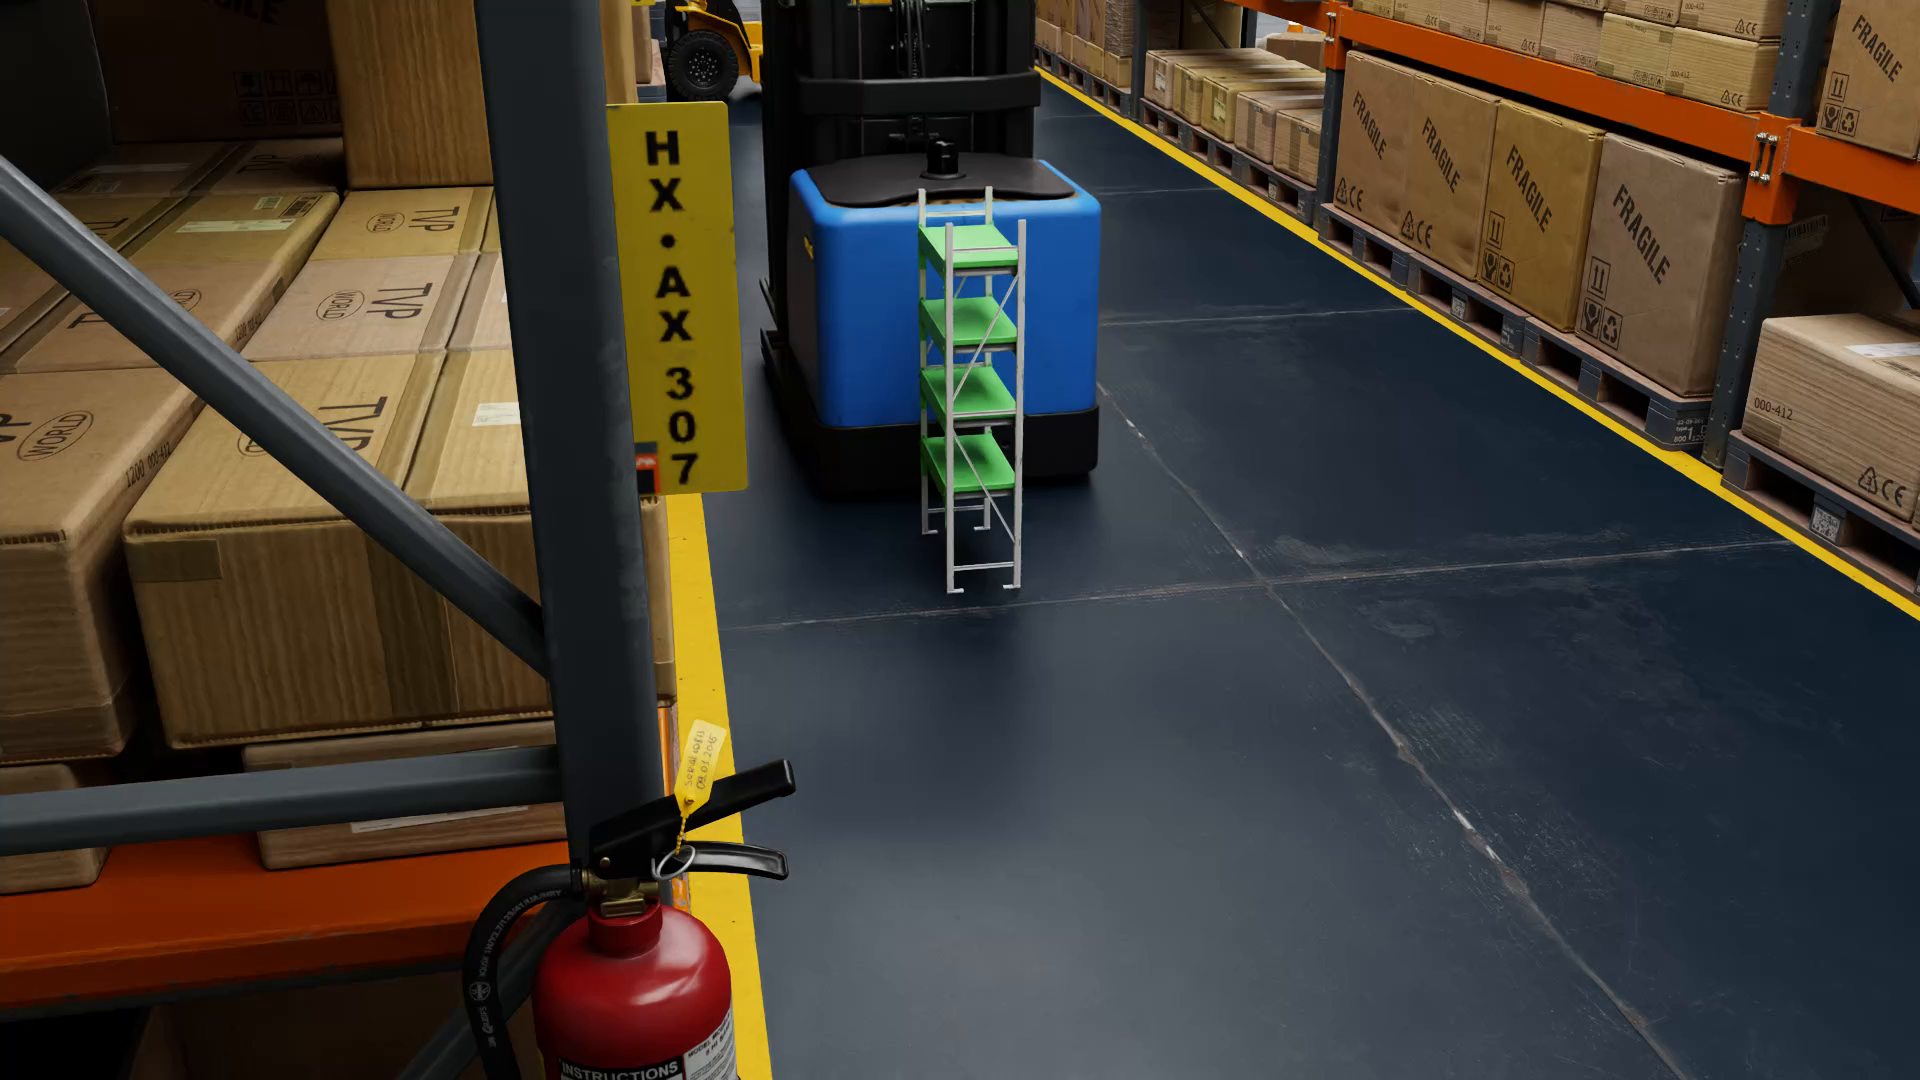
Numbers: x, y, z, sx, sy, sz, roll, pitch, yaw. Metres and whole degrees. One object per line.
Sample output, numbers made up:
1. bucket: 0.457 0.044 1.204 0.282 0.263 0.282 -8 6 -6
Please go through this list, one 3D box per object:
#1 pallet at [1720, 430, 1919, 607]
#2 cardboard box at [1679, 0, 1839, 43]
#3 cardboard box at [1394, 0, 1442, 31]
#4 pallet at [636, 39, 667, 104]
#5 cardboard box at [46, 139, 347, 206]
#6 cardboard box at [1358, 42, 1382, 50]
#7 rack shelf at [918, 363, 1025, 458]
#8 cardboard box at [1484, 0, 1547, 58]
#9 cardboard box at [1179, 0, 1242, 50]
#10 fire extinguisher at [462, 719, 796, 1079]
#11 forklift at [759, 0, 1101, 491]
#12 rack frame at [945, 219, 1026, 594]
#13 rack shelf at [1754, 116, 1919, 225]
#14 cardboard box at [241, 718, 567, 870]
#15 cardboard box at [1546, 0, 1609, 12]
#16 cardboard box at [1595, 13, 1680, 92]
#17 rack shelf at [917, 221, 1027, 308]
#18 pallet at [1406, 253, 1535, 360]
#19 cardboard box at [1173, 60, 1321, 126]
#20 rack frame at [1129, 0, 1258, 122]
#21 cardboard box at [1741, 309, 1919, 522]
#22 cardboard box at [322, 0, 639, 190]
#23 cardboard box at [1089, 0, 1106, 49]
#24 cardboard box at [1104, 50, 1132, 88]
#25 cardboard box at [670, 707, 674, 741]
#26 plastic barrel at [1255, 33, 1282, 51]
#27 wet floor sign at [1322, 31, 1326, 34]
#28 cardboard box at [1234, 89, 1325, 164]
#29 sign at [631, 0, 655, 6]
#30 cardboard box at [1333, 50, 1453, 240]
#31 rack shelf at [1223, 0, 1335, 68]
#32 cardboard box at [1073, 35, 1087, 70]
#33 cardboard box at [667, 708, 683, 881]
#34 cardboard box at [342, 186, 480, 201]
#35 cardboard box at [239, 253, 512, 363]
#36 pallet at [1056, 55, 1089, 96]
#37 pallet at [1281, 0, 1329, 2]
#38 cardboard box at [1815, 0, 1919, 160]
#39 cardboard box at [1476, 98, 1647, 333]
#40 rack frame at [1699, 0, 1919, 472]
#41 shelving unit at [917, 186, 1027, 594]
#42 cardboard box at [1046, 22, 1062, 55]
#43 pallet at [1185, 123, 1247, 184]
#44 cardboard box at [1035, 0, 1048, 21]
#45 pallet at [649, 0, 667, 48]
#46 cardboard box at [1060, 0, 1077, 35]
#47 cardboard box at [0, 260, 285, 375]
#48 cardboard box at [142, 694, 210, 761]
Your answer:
1. pallet: 3.437 -0.112 5.743 1.003 0.211 1.213 -4 24 -10
2. cardboard box: 3.053 -2.011 6.168 0.500 0.250 0.500 -4 24 -10
3. cardboard box: 2.589 -2.788 8.572 0.500 0.250 0.500 -5 24 -11
4. pallet: -1.544 -1.560 5.815 1.003 0.211 1.213 -4 24 -10
5. cardboard box: -1.388 -0.585 3.158 0.500 0.250 0.500 -4 24 -10
6. cardboard box: 3.638 -4.186 13.765 0.500 0.500 0.500 -4 24 -10
7. rack shelf: 0.031 -0.426 5.386 0.258 0.148 0.480 -4 24 -10
8. cardboard box: 2.775 -2.387 7.655 0.500 0.250 0.500 -4 24 -10
9. cardboard box: 2.051 -4.370 13.981 0.500 0.500 0.500 -3 24 -7
10. fire extinguisher: -0.283 0.477 1.472 0.296 0.674 0.183 -4 24 -10
11. forklift: -0.292 -2.080 6.850 1.130 2.935 3.031 -5 24 -11
12. rack frame: 0.076 -0.389 5.141 0.240 1.200 0.015 -4 24 -10
13. rack shelf: 3.743 -0.578 4.225 1.077 0.370 4.000 -4 24 -10
14. cardboard box: -0.555 0.213 1.828 0.380 0.149 0.250 -4 24 -10
15. cardboard box: 2.852 -2.410 7.083 0.500 0.250 0.500 -4 24 -8
16. cardboard box: 2.950 -1.984 6.733 0.500 0.250 0.500 -5 24 -10
17. rack shelf: 0.031 -0.866 5.194 0.258 0.148 0.480 -4 24 -10
18. pallet: 2.928 -1.196 8.224 1.003 0.211 1.213 -4 24 -10
19. cardboard box: 2.130 -3.341 12.410 0.950 0.372 0.625 -3 24 -6
20. rack frame: 1.894 -4.841 13.087 1.000 3.000 0.127 -4 24 -10
21. cardboard box: 3.384 -0.458 5.728 0.875 0.438 0.875 -5 24 -11
22. cardboard box: -0.861 -0.952 3.061 0.500 0.500 0.500 -4 24 -8
23. cardboard box: 1.425 -4.530 14.349 0.500 0.500 0.500 -4 24 -9
24. cardboard box: 1.521 -3.986 14.041 0.500 0.250 0.500 -3 24 -7
25. cardboard box: -1.096 0.206 4.130 0.700 0.500 0.500 -5 24 -12
26. plastic barrel: 3.024 -4.534 15.602 0.512 0.421 0.421 13 27 27
27. wet floor sign: 4.049 -5.607 17.781 0.267 0.644 0.232 -9 25 -19
28. cardboard box: 2.395 -2.769 11.101 0.950 0.372 0.625 -5 24 -11
29. sign: -0.972 -1.766 4.964 0.100 0.325 0.005 -4 24 -10
30. cardboard box: 2.680 -2.209 9.190 0.875 0.875 0.875 -5 24 -10
31. rack shelf: 2.264 -3.725 11.430 1.077 0.370 4.000 -4 24 -10
32. cardboard box: 1.323 -4.396 14.977 0.500 0.250 0.500 -4 24 -9
33. cardboard box: -0.904 0.614 3.195 0.700 0.500 0.500 -3 24 -8
34. cardboard box: -0.889 -0.616 3.227 0.500 0.250 0.500 -5 24 -11
35. cardboard box: -0.677 -0.217 2.314 0.500 0.250 0.500 -4 24 -9
36. pallet: 1.506 -4.306 15.345 1.003 0.211 1.213 -4 24 -10
37. pallet: 2.397 -3.453 10.147 1.213 0.211 1.003 -4 24 -10
38. cardboard box: 3.203 -1.537 5.396 0.500 0.500 0.500 -4 24 -8
39. cardboard box: 3.006 -1.506 7.581 0.875 0.875 0.875 -4 24 -8
40. rack frame: 3.374 -1.695 5.883 1.000 3.000 0.127 -4 24 -10
41. shelving unit: 0.031 -0.485 5.361 0.258 1.200 0.503 -4 24 -10
42. cardboard box: 1.119 -4.808 15.922 0.500 0.250 0.500 -3 24 -8
43. pallet: 2.269 -2.777 11.844 1.003 0.211 1.213 -4 24 -10
44. cardboard box: 1.037 -5.344 16.211 0.500 0.500 0.500 -5 24 -12
45. pallet: -2.049 -2.550 8.080 1.213 0.211 1.003 -4 24 -10
46. cardboard box: 1.223 -4.940 15.288 0.500 0.500 0.500 -4 24 -9
47. cardboard box: -1.204 -0.184 2.240 0.500 0.250 0.500 -4 24 -10
48. cardboard box: -1.076 0.148 1.978 0.380 0.149 0.250 -4 24 -8
